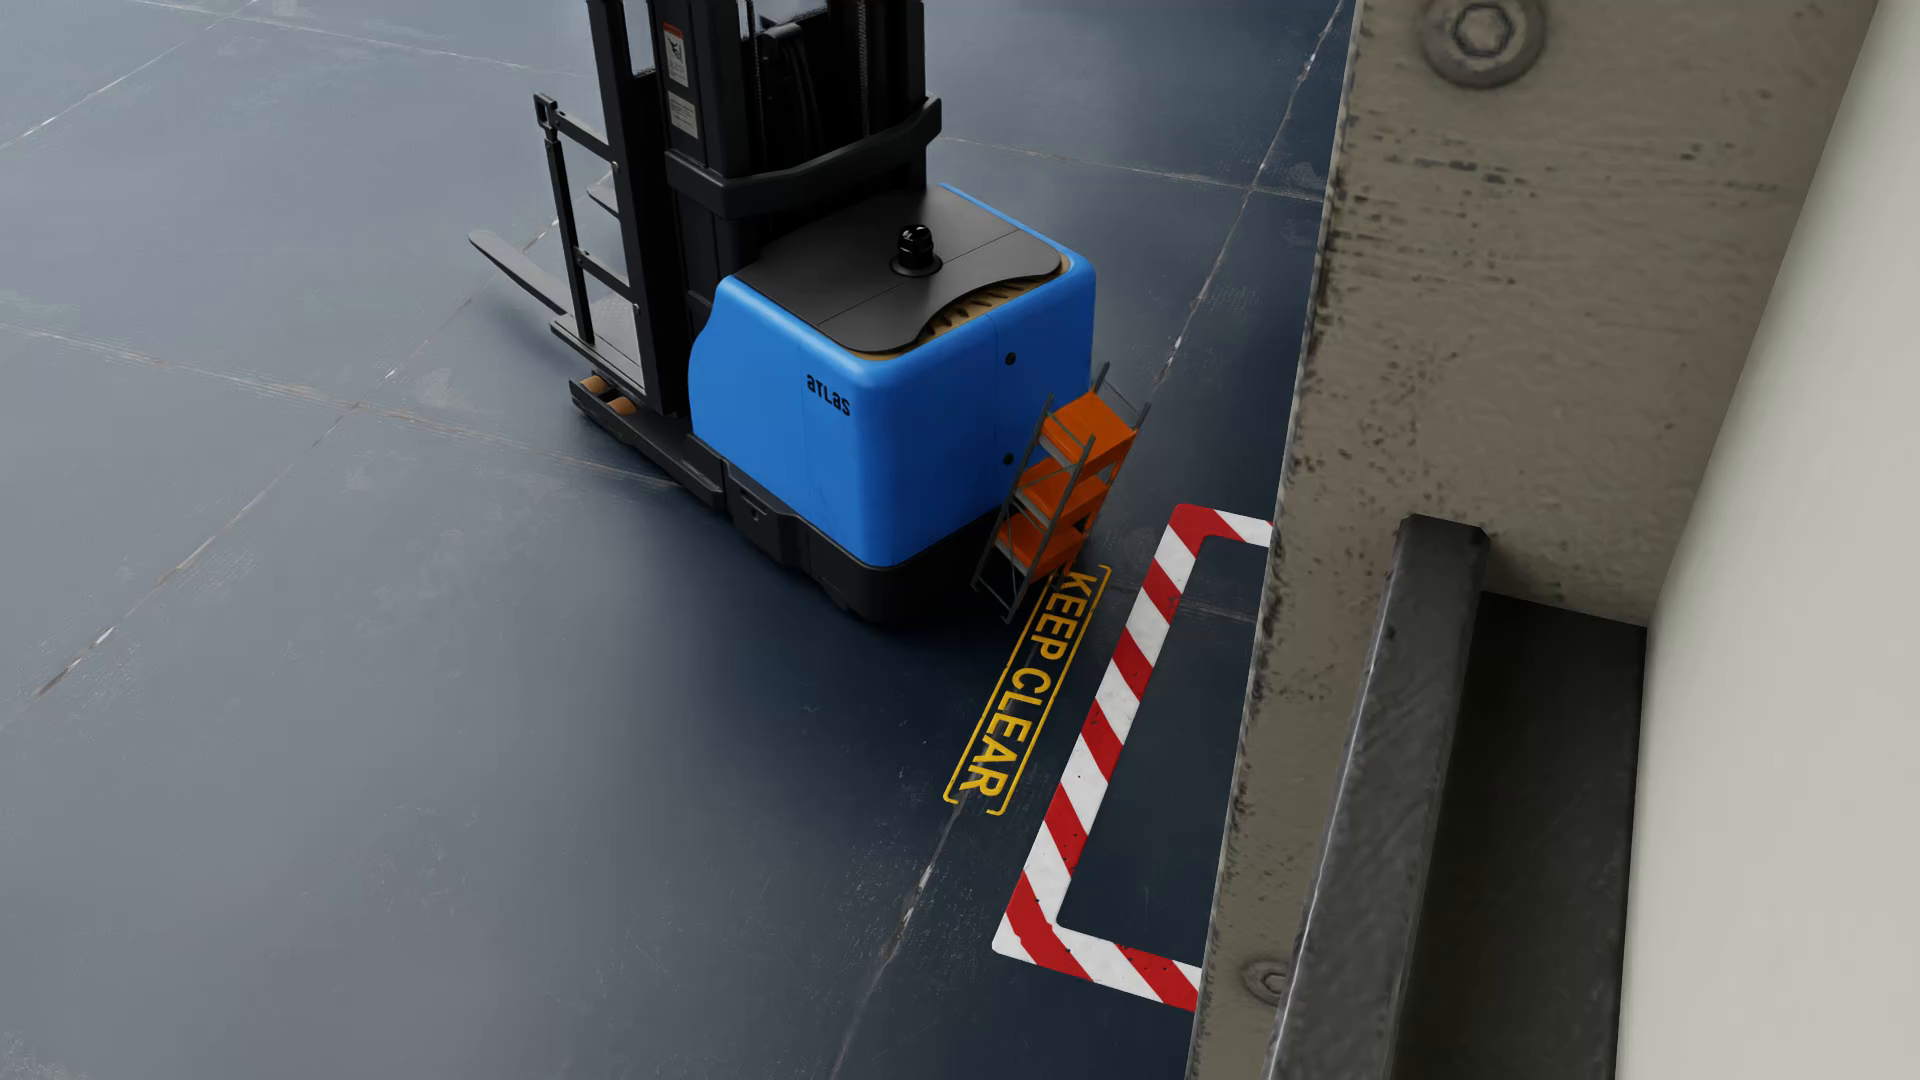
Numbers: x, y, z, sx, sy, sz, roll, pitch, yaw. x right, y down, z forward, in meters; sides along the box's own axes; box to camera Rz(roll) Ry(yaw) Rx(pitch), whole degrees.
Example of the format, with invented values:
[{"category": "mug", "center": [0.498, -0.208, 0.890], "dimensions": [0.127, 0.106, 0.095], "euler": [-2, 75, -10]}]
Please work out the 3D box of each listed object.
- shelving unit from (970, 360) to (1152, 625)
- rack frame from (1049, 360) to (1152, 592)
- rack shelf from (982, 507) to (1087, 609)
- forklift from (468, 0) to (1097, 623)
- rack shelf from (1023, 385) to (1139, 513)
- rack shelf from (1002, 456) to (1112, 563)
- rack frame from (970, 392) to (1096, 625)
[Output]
[{"category": "shelving unit", "center": [0.306, -0.128, 5.386], "dimensions": [0.252, 1.050, 0.215], "euler": [-32, 69, -31]}, {"category": "rack frame", "center": [0.395, -0.183, 5.450], "dimensions": [0.008, 1.050, 0.200], "euler": [-32, 69, -31]}, {"category": "rack shelf", "center": [0.243, 0.035, 5.616], "dimensions": [0.240, 0.259, 0.215], "euler": [-32, 69, -31]}, {"category": "forklift", "center": [-0.895, -1.706, 5.803], "dimensions": [1.130, 2.935, 3.031], "euler": [-31, 49, -31]}, {"category": "rack shelf", "center": [0.366, -0.282, 5.169], "dimensions": [0.240, 0.259, 0.215], "euler": [-32, 69, -31]}, {"category": "rack shelf", "center": [0.304, -0.122, 5.395], "dimensions": [0.240, 0.259, 0.215], "euler": [-32, 69, -31]}, {"category": "rack frame", "center": [0.217, -0.073, 5.323], "dimensions": [0.008, 1.050, 0.200], "euler": [-32, 69, -31]}]
